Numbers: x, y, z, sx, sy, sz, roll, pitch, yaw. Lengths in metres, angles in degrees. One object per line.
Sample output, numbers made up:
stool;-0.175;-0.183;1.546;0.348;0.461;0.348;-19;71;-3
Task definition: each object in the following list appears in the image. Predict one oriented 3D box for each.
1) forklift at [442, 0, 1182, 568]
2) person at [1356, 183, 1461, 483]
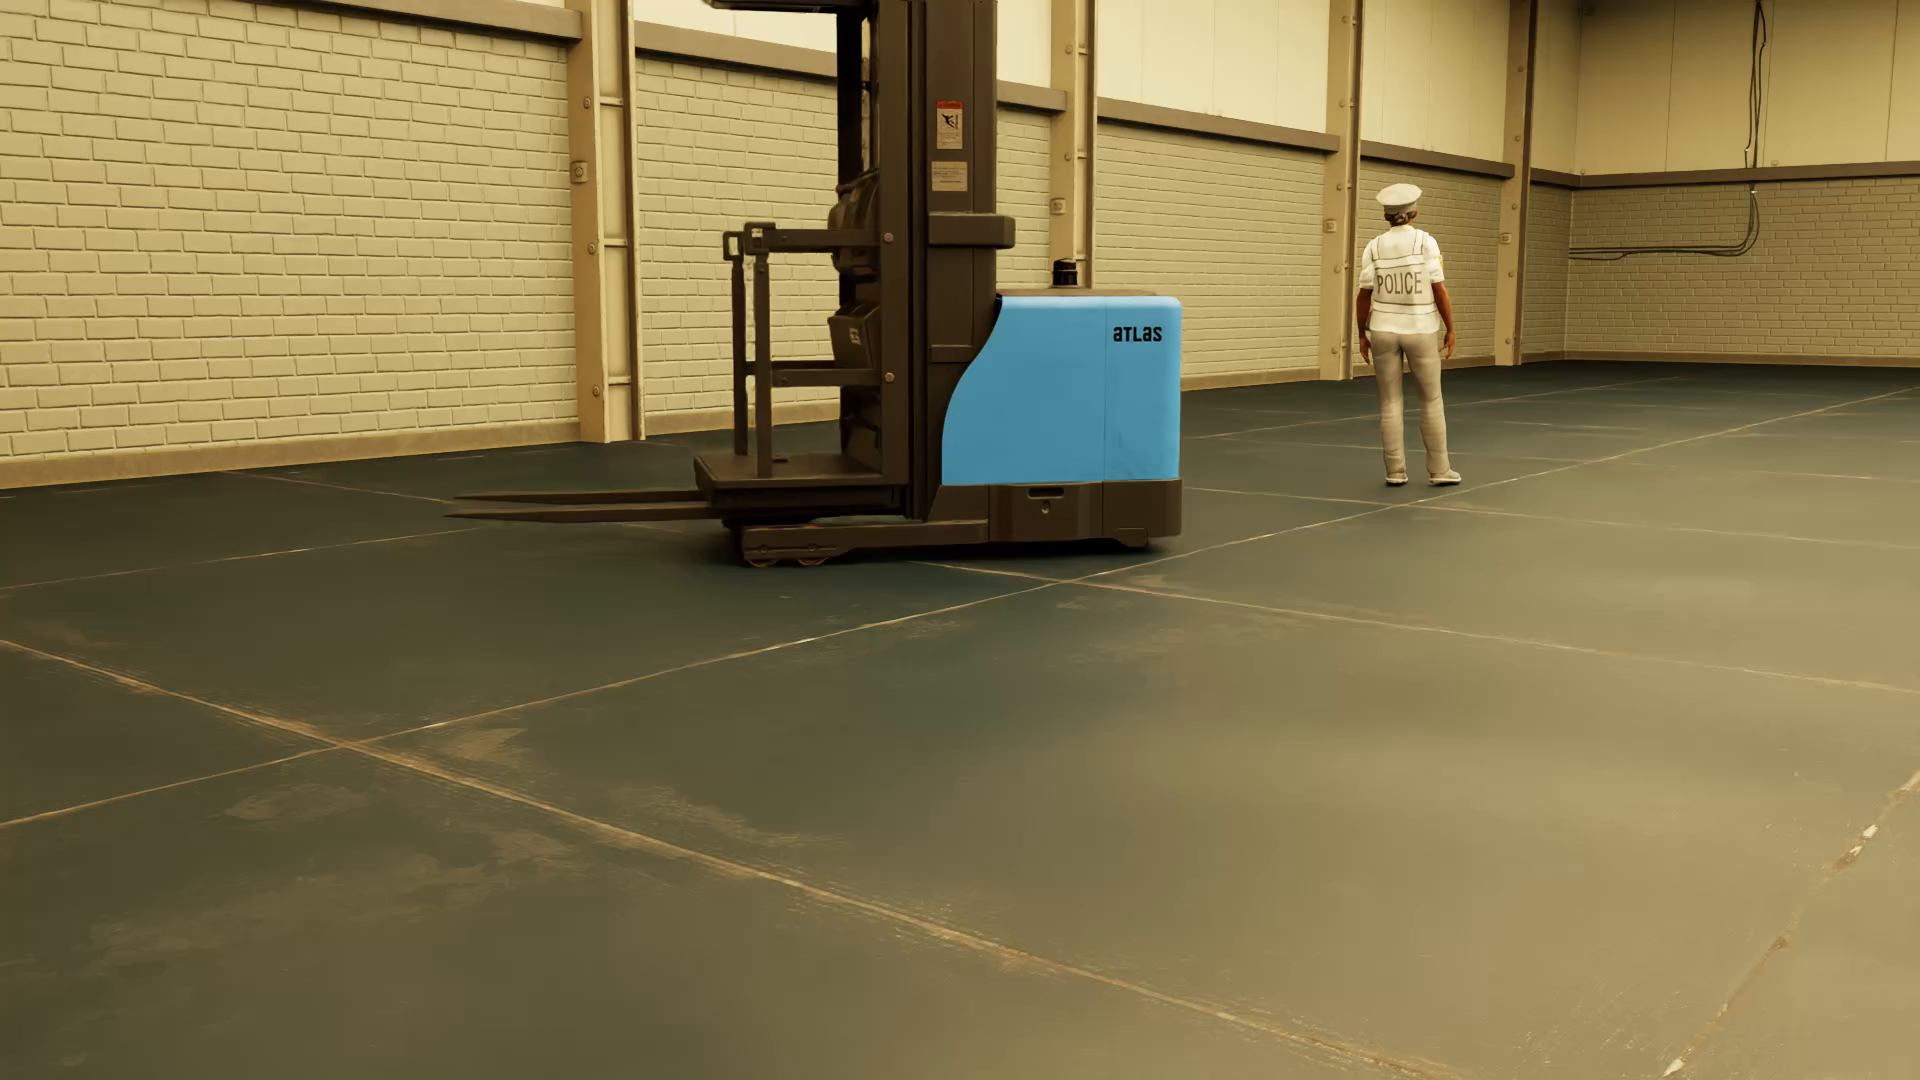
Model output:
forklift;-0.630;-1.423;7.004;3.031;2.935;1.130;-2;9;-13
person;2.557;-1.164;9.459;0.569;1.694;0.529;4;9;27
